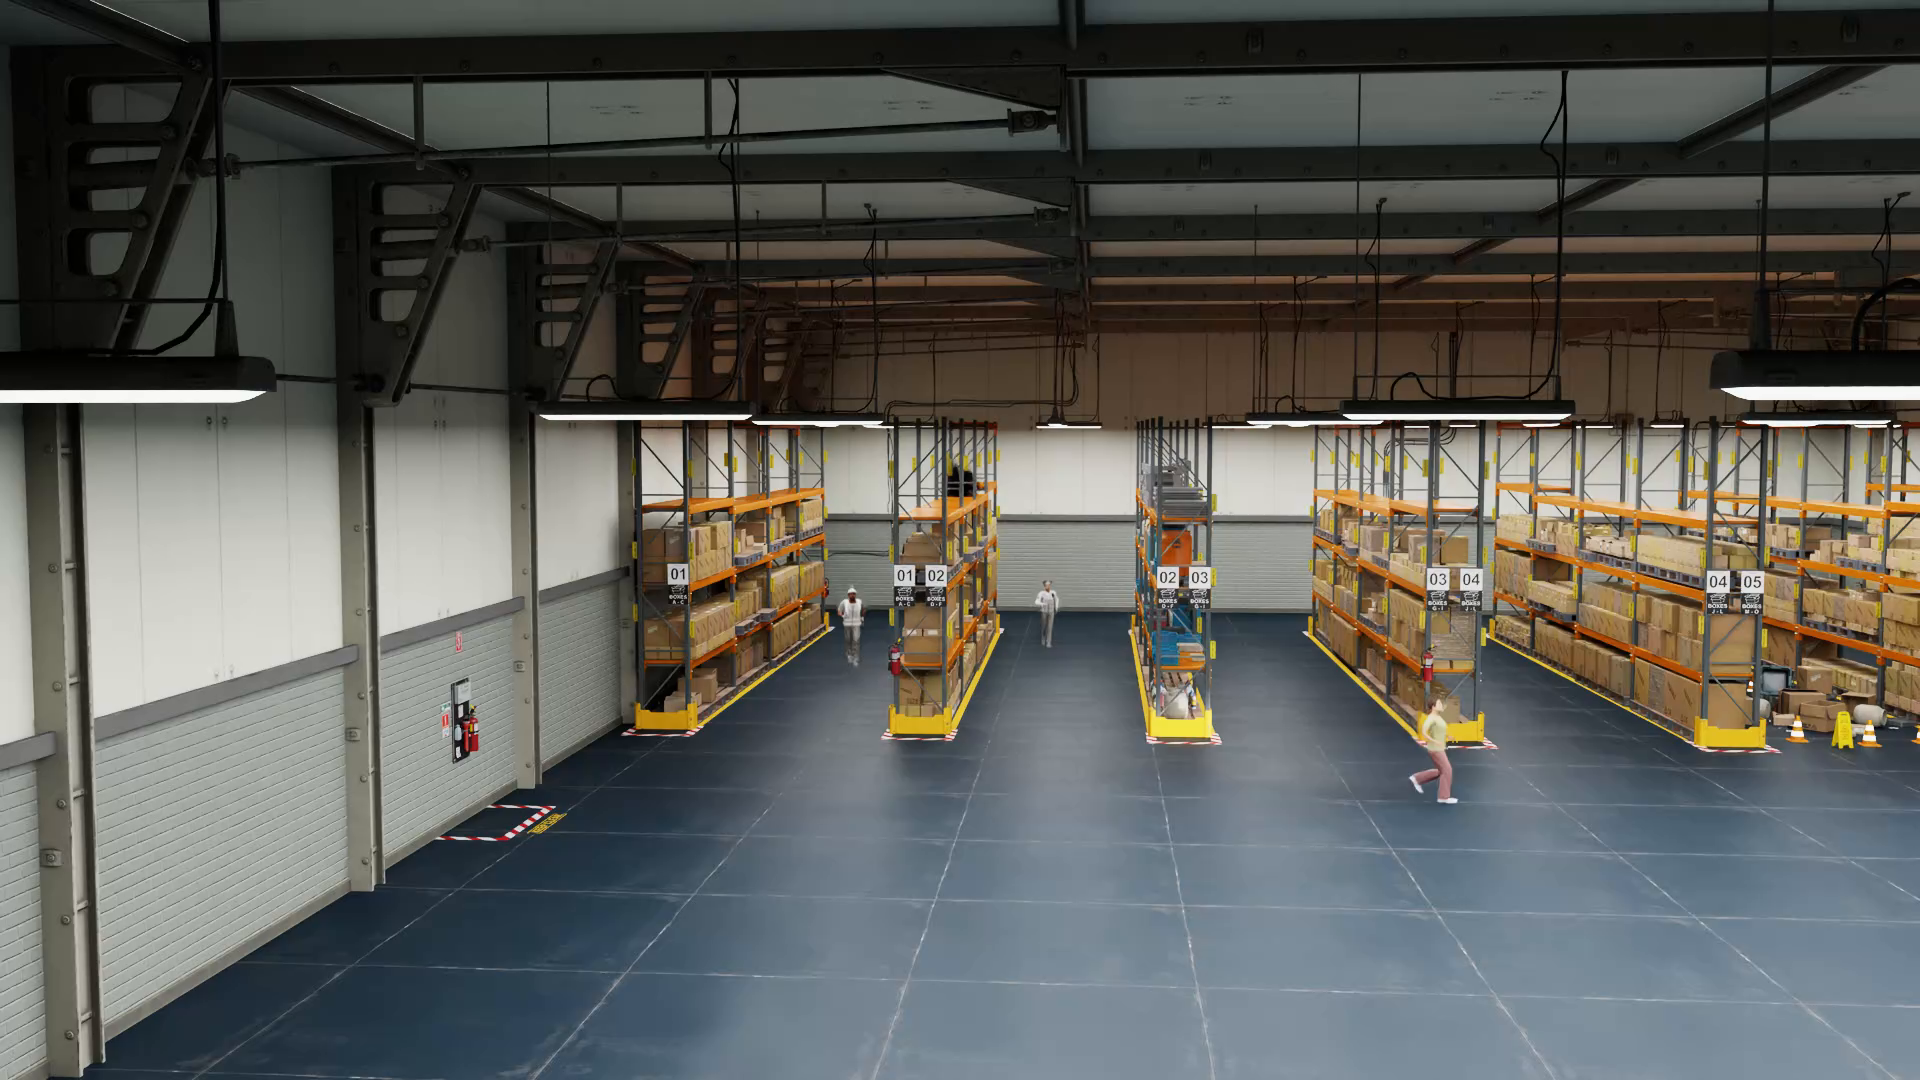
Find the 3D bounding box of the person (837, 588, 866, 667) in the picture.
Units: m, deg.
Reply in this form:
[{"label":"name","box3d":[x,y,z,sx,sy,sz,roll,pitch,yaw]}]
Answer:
[{"label":"person","box3d":[-2.545,2.027,38.960,0.667,1.807,0.868,0,4,-3]}]

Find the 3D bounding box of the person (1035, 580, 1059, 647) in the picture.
[{"label":"person","box3d":[2.209,1.844,42.004,0.628,1.701,0.754,0,4,-5]}]

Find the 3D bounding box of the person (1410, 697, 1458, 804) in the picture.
[{"label":"person","box3d":[7.309,3.229,25.654,0.753,1.628,0.586,2,4,28]}]
